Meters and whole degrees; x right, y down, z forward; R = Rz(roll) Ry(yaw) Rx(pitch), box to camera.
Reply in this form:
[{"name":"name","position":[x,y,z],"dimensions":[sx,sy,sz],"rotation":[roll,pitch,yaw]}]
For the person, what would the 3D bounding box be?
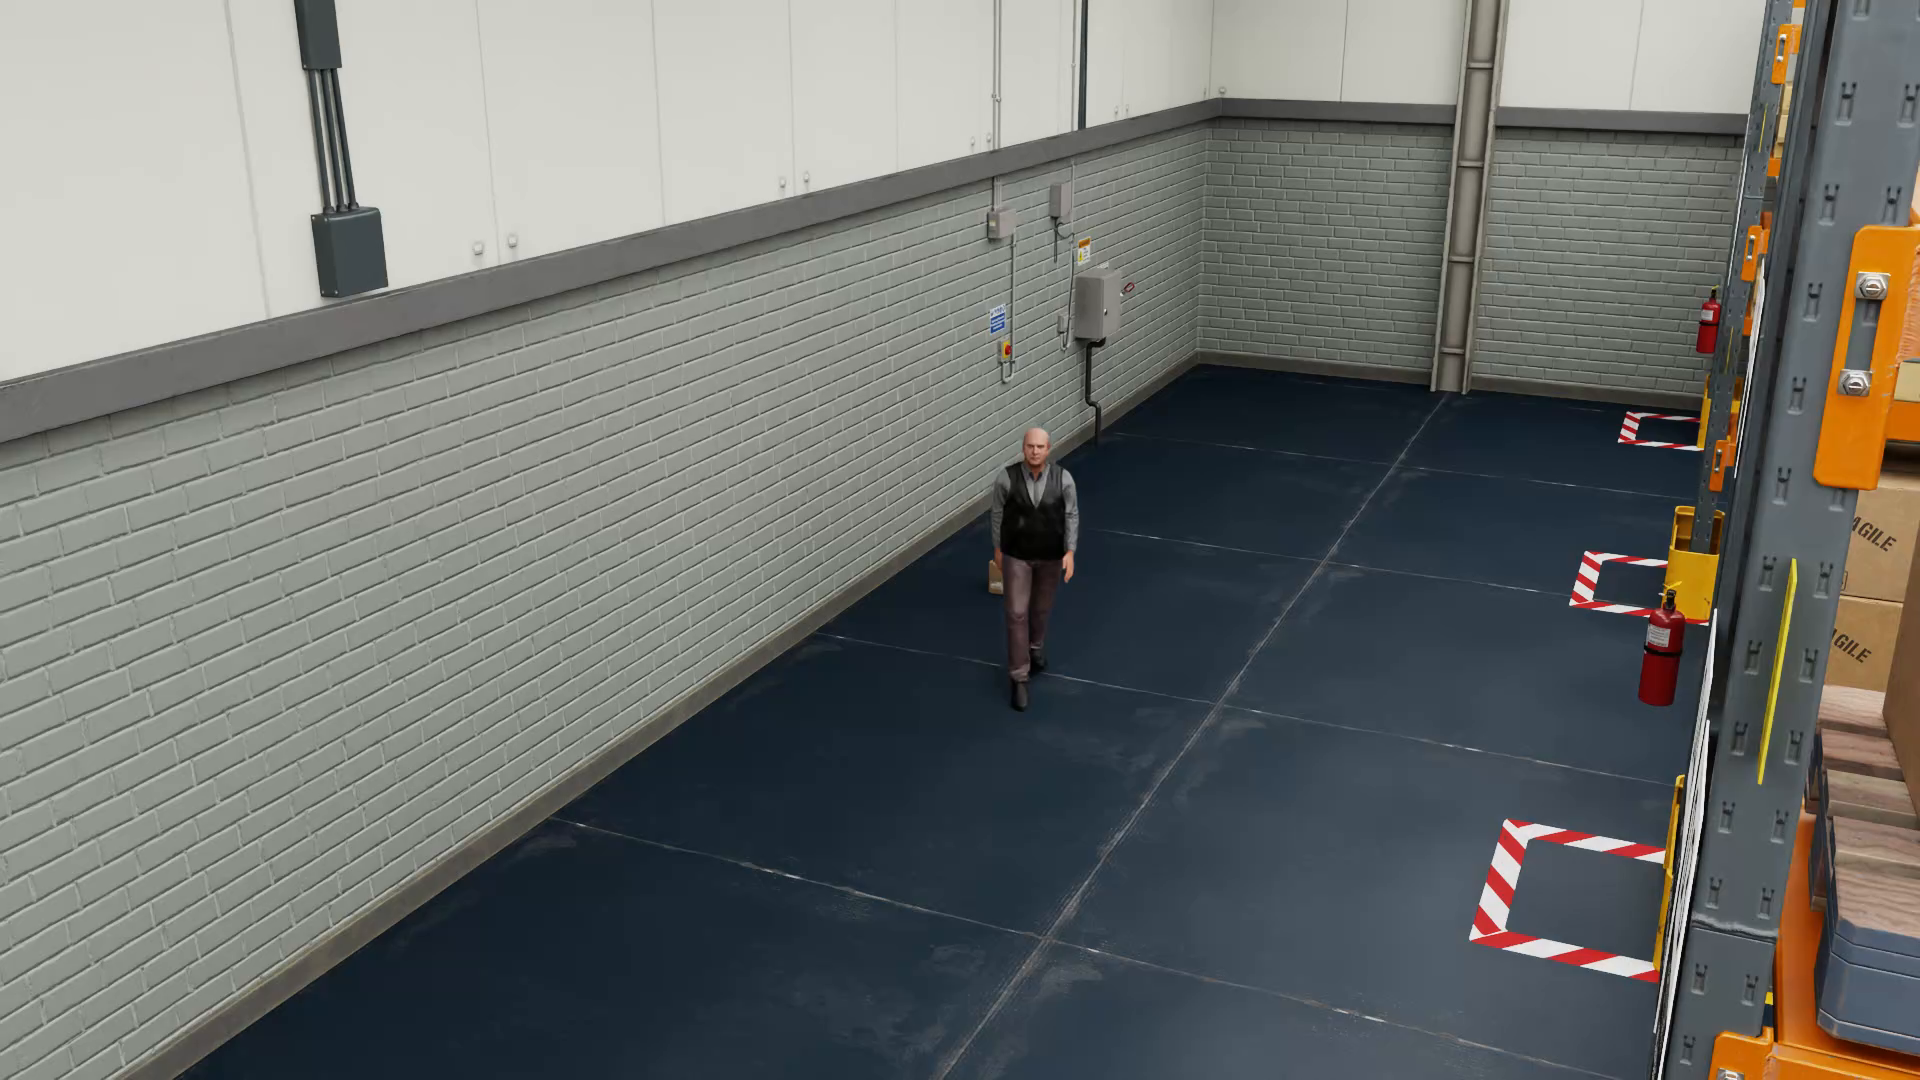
[{"name":"person","position":[0.490,0.133,10.695],"dimensions":[0.555,1.710,0.899],"rotation":[-2,19,-5]}]
